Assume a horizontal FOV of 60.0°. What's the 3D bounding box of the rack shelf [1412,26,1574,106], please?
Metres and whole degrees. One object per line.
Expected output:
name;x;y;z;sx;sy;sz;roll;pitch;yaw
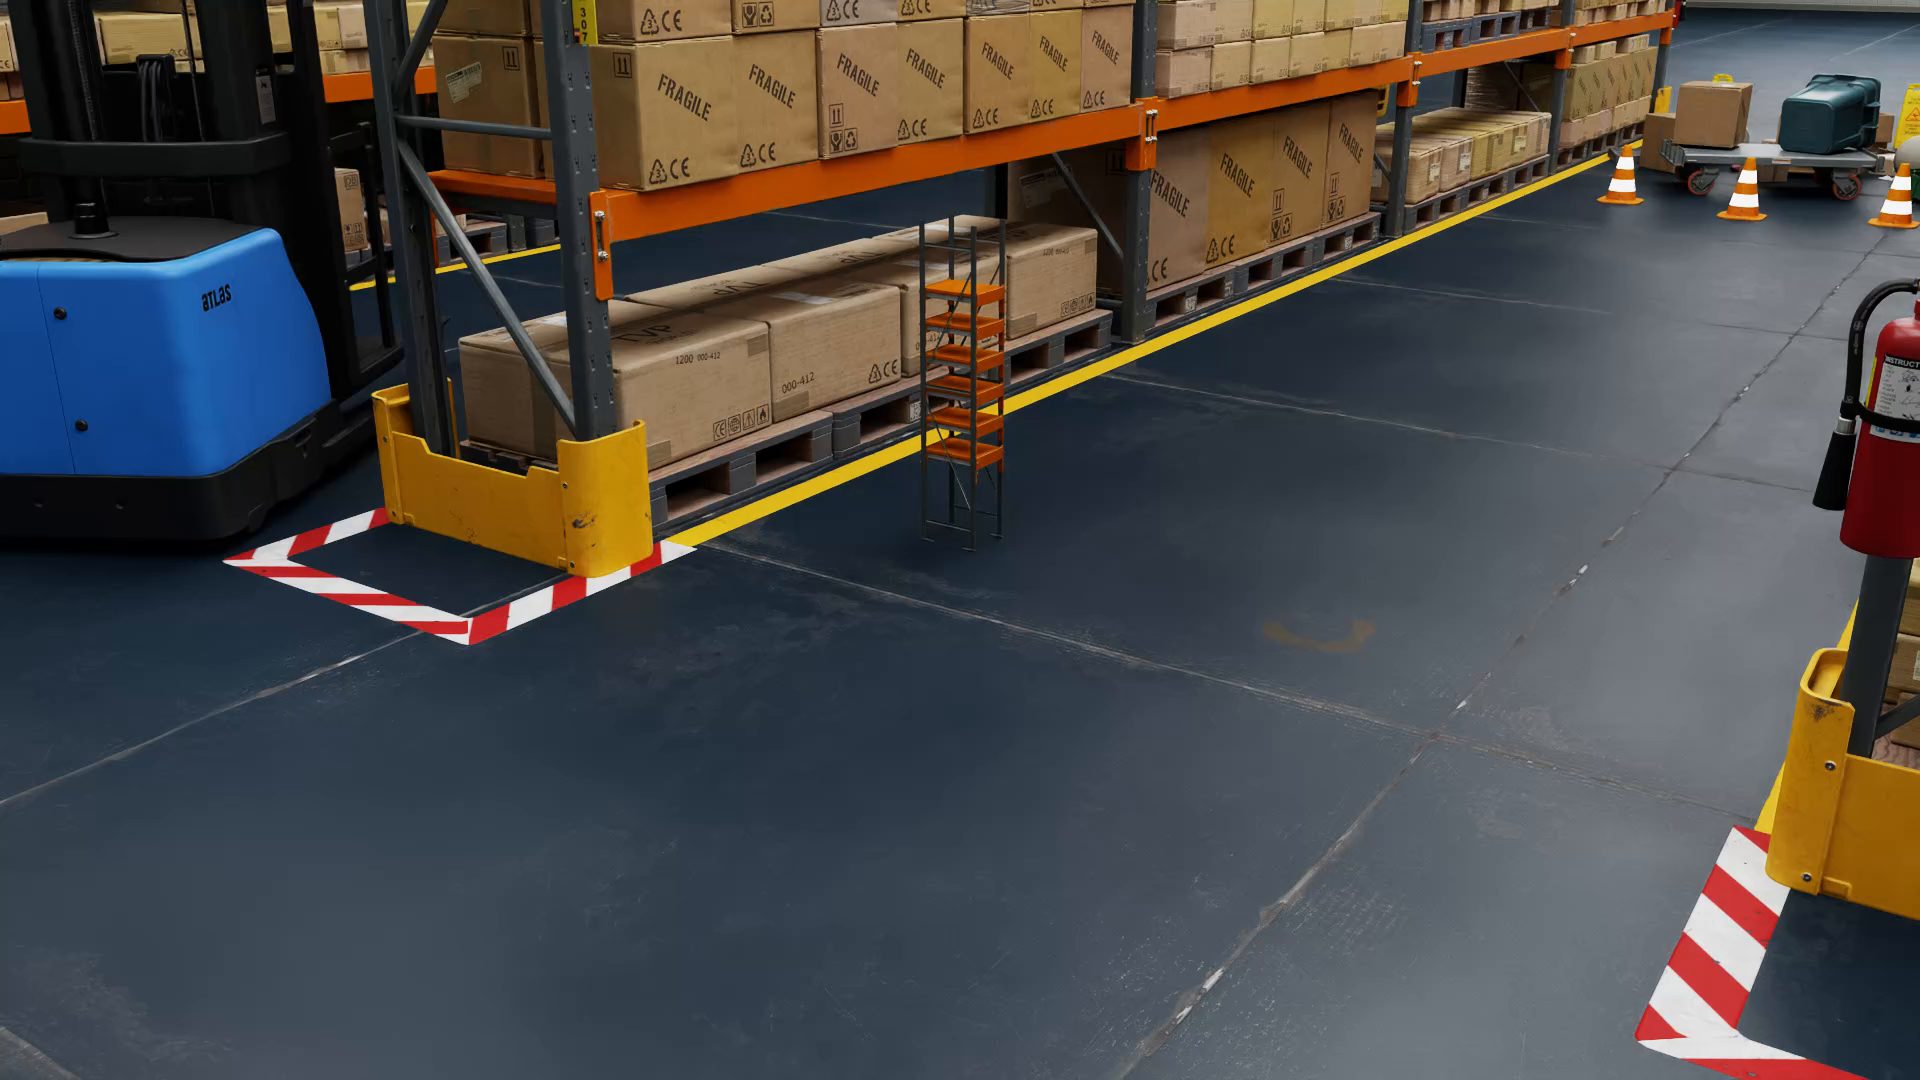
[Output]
rack shelf;3.951;-3.964;13.695;1.077;0.370;4.000;13;24;32

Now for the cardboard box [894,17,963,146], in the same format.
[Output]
cardboard box;-0.334;-2.001;7.207;0.500;0.500;0.500;14;25;34

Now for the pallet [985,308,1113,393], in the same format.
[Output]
pallet;0.086;-1.069;8.852;1.003;0.211;1.213;13;24;32

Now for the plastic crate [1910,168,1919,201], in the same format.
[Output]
plastic crate;8.240;-2.953;13.894;0.662;0.188;0.450;-10;32;-24

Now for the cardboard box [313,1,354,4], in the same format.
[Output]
cardboard box;-4.307;-3.382;10.870;0.500;0.250;0.500;13;24;31

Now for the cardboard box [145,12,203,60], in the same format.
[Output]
cardboard box;-4.465;-2.988;9.806;0.500;0.250;0.500;13;24;30

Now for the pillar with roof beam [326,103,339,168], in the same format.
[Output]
pillar with roof beam;-1.106;-5.497;8.155;9.100;9.000;0.400;13;24;32

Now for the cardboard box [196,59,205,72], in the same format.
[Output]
cardboard box;-4.470;-2.762;9.770;0.380;0.149;0.250;14;24;33

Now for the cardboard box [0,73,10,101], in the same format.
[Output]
cardboard box;-5.262;-2.404;8.803;0.380;0.149;0.250;14;24;33

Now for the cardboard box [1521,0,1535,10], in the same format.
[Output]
cardboard box;4.596;-4.526;13.934;0.380;0.149;0.250;14;24;32

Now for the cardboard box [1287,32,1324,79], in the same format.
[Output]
cardboard box;1.923;-3.019;10.319;0.500;0.250;0.500;13;24;31

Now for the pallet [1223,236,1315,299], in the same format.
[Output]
pallet;1.634;-1.860;10.989;1.003;0.211;1.213;13;24;32

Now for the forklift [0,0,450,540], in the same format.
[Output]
forklift;-3.117;-1.837;7.006;1.130;2.935;3.031;1;20;3

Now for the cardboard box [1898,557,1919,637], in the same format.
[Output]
cardboard box;2.568;0.164;4.145;0.380;0.149;0.250;14;24;32

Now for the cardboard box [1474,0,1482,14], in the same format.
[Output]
cardboard box;3.911;-4.256;13.204;0.380;0.149;0.250;14;25;34

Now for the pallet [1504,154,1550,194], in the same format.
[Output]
pallet;4.639;-3.344;15.001;1.003;0.211;1.213;13;24;32

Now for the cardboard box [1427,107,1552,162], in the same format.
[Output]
cardboard box;4.782;-3.689;15.097;0.950;0.372;0.625;14;24;33

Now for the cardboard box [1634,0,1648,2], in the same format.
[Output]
cardboard box;6.677;-5.714;16.817;0.500;0.500;0.500;13;24;32

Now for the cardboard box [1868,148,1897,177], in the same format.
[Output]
cardboard box;8.669;-3.509;15.369;0.396;0.266;0.258;19;27;41

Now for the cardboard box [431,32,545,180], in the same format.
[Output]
cardboard box;-1.618;-1.669;6.310;0.500;0.500;0.500;13;24;32

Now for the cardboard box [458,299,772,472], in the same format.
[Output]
cardboard box;-1.382;-0.637;6.750;0.875;0.438;0.875;12;24;30

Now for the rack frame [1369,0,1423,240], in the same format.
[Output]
rack frame;2.826;-3.728;12.019;1.000;3.000;0.127;13;24;32

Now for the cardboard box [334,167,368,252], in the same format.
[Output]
cardboard box;-4.259;-2.117;10.661;0.700;0.500;0.500;12;24;30

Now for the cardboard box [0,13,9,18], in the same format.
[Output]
cardboard box;-5.448;-2.800;9.298;0.500;0.250;0.500;13;24;32

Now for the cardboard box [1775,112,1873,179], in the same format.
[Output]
cardboard box;7.911;-3.648;15.207;0.797;0.637;0.503;13;24;32

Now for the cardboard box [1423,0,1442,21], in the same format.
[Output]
cardboard box;3.350;-3.938;12.345;0.380;0.149;0.250;12;23;29

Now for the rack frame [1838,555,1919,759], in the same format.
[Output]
rack frame;2.480;-0.496;3.282;1.000;3.000;0.127;13;24;32

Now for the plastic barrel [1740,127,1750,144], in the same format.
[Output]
plastic barrel;7.415;-3.927;16.271;0.421;0.421;0.512;-6;21;-15

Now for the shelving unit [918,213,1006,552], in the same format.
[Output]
shelving unit;0.008;-0.567;6.068;0.258;1.200;0.189;13;24;32

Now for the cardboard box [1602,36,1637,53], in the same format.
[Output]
cardboard box;6.645;-5.041;16.910;0.380;0.149;0.250;14;25;34

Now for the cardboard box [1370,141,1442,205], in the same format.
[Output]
cardboard box;3.152;-2.852;12.835;0.950;0.372;0.625;11;23;28

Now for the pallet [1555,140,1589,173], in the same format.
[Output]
pallet;5.423;-3.767;16.145;1.003;0.211;1.213;13;24;32

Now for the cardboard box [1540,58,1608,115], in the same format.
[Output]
cardboard box;5.921;-4.407;16.133;0.500;0.500;0.500;14;25;34

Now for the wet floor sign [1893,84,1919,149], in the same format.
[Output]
wet floor sign;9.853;-4.377;17.168;0.267;0.644;0.232;9;22;23

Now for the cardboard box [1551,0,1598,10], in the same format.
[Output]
cardboard box;5.553;-5.134;15.247;0.500;0.500;0.500;13;24;32

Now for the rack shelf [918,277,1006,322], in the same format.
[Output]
rack shelf;0.008;-0.863;5.959;0.258;0.103;0.180;13;24;32

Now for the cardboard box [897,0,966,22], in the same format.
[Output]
cardboard box;-0.318;-2.473;7.040;0.500;0.500;0.500;13;24;32

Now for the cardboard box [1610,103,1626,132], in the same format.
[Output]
cardboard box;6.504;-4.348;17.053;0.500;0.250;0.500;12;24;30

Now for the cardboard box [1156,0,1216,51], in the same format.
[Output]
cardboard box;1.058;-2.815;9.048;0.500;0.250;0.500;12;24;30

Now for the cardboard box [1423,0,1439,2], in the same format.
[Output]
cardboard box;3.271;-4.195;12.104;0.500;0.500;0.500;12;24;30

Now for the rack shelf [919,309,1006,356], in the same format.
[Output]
rack shelf;0.008;-0.750;6.000;0.258;0.103;0.180;13;24;32

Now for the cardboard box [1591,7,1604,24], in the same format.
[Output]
cardboard box;5.908;-5.014;15.859;0.380;0.149;0.250;14;25;33

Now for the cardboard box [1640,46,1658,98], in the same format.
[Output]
cardboard box;7.089;-5.001;17.740;0.500;0.500;0.500;13;24;32

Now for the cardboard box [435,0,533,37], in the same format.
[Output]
cardboard box;-1.597;-2.133;6.122;0.500;0.500;0.500;14;25;34

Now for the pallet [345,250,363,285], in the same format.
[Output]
pallet;-4.601;-1.691;10.532;1.003;0.211;1.213;13;24;32

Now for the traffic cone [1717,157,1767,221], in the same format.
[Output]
traffic cone;6.200;-2.779;13.110;0.336;0.463;0.334;13;24;32

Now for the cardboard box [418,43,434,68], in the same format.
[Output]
cardboard box;-3.628;-3.210;10.980;0.380;0.149;0.250;14;25;33

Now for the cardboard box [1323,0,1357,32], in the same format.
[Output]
cardboard box;2.208;-3.405;10.641;0.500;0.250;0.500;13;24;30

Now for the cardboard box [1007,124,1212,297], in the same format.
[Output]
cardboard box;0.860;-1.974;9.735;0.875;0.875;0.875;14;25;33

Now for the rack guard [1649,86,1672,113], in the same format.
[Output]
rack guard;7.281;-4.829;18.599;1.175;0.500;0.348;13;24;32

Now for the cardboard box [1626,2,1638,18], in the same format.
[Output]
cardboard box;6.629;-5.376;16.836;0.380;0.149;0.250;13;24;31
